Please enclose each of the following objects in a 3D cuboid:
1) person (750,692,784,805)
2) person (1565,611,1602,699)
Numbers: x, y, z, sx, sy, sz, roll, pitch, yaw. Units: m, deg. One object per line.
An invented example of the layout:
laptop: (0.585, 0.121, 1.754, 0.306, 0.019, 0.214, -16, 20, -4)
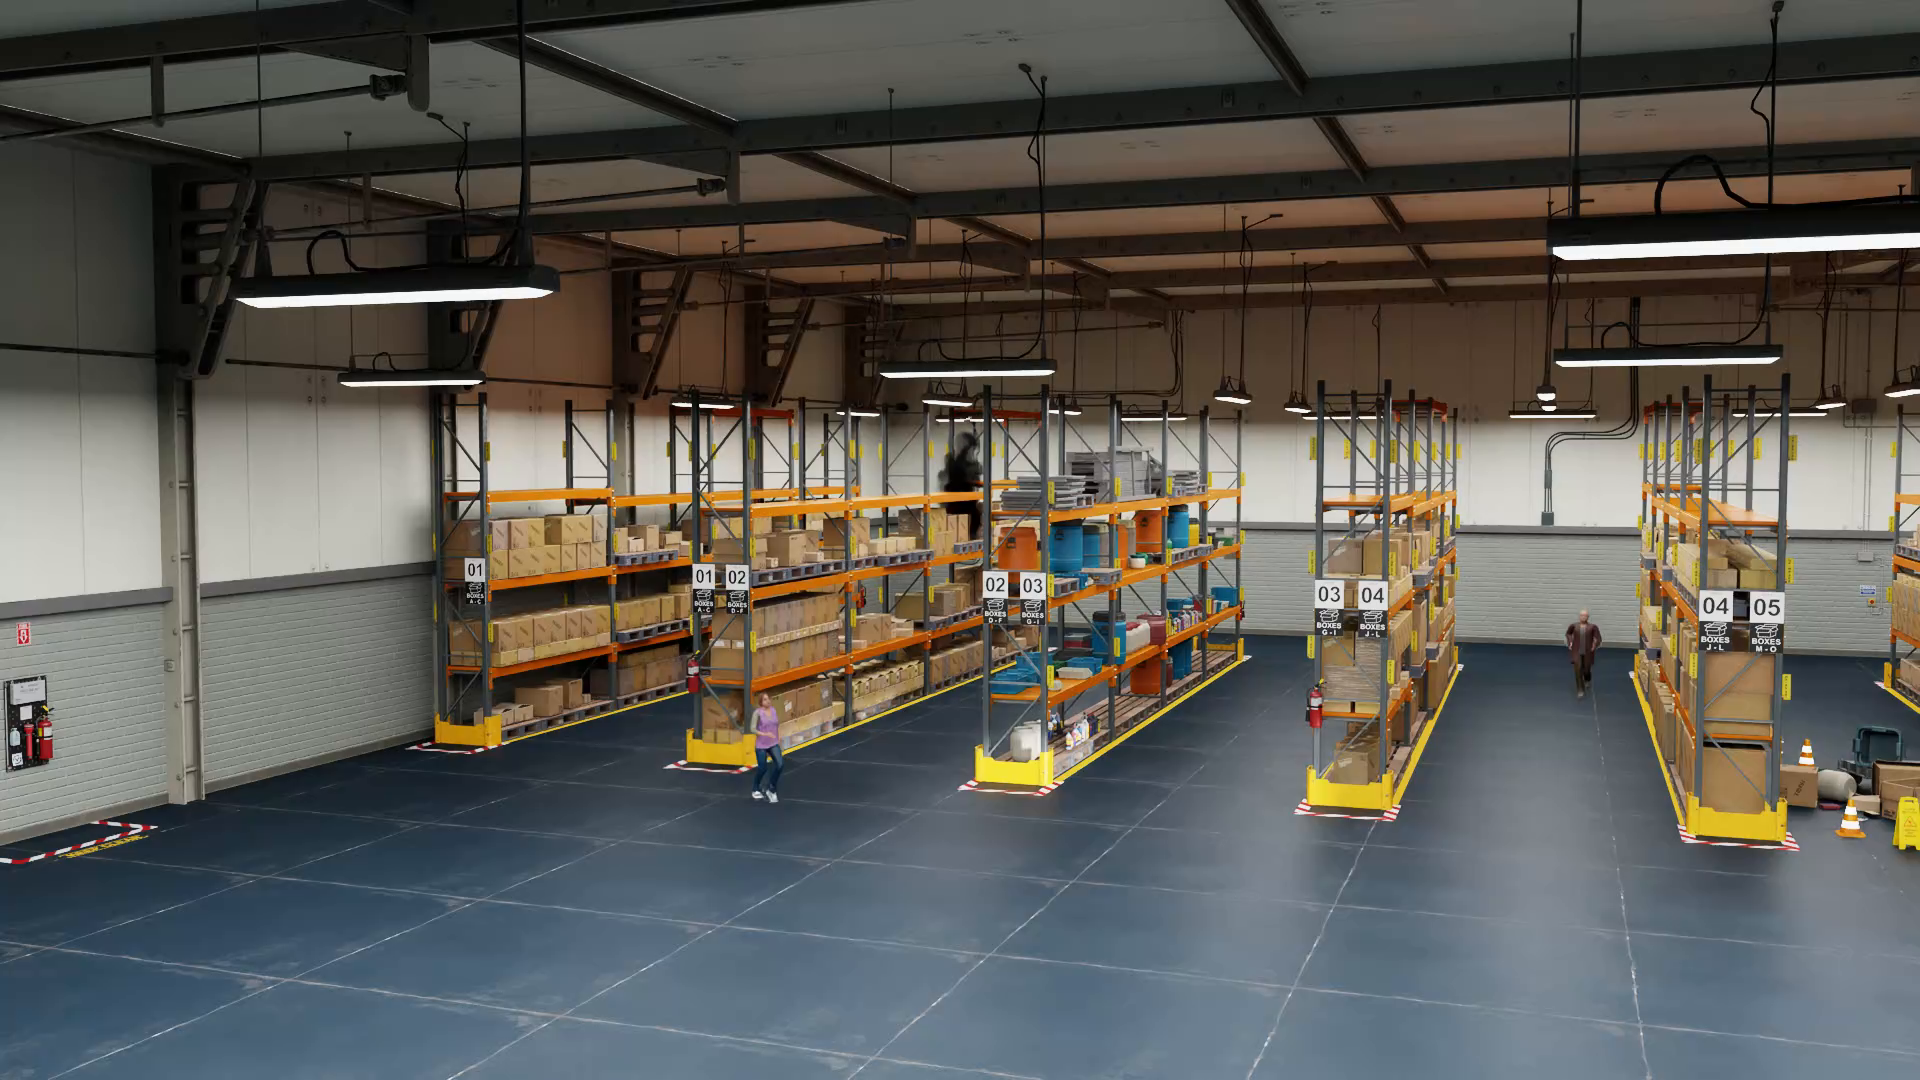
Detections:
person: (-2.751, 2.954, 23.650, 0.543, 1.609, 0.665, -2, 4, -33)
person: (12.753, 2.324, 34.055, 0.711, 1.769, 0.900, 1, 3, 25)
